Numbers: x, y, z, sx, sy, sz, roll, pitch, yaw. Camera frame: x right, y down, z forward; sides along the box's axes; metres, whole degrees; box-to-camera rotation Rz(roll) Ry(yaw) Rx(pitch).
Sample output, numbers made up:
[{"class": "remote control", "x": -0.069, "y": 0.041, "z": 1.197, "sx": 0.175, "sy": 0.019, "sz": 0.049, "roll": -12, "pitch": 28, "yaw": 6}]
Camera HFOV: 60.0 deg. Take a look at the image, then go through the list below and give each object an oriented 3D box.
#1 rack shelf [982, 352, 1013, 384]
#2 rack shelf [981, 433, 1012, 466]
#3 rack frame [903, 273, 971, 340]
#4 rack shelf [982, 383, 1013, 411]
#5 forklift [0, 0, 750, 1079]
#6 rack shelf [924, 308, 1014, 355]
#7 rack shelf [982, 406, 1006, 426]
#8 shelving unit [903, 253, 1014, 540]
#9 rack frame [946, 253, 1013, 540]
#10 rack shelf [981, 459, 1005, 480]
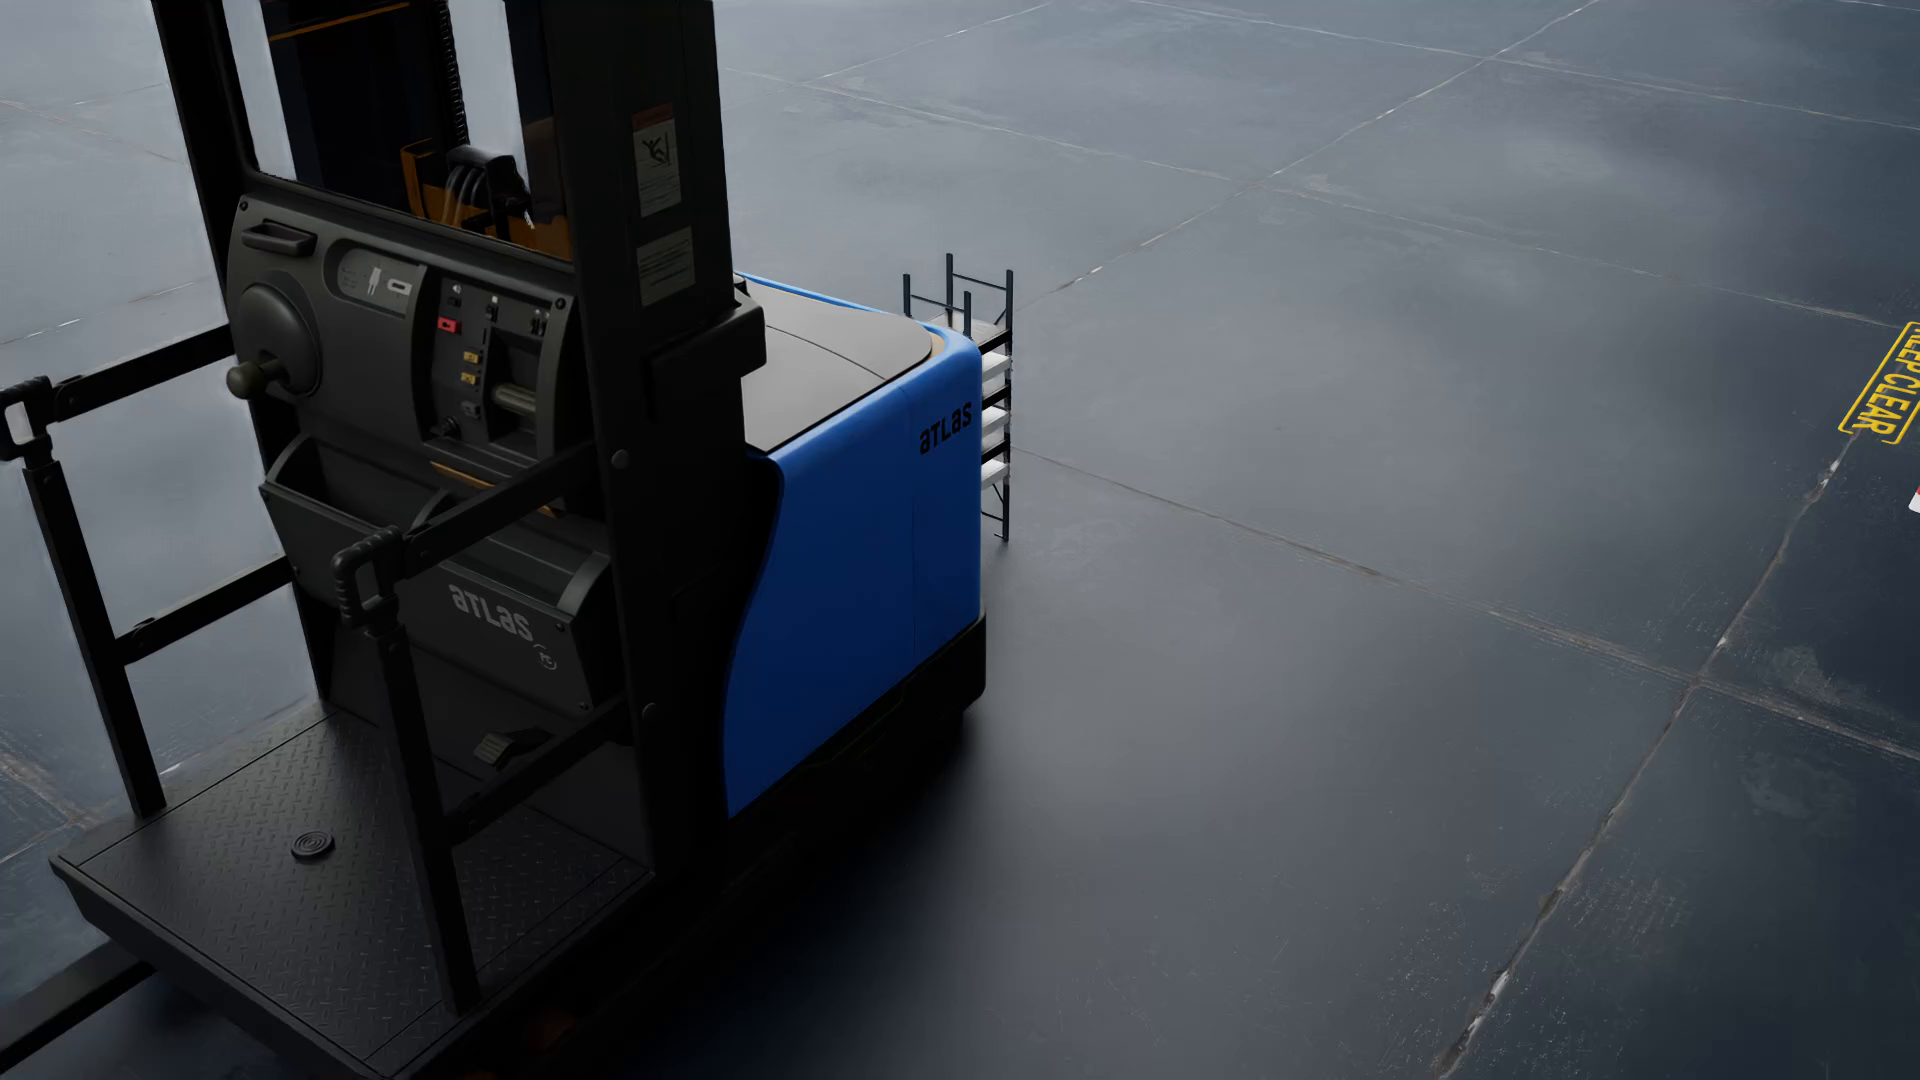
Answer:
[{"class": "rack shelf", "x": -0.005, "y": -0.510, "z": 4.940, "sx": 0.258, "sy": 0.077, "sz": 0.200, "roll": 21, "pitch": 37, "yaw": 31}, {"class": "rack shelf", "x": -0.005, "y": -0.278, "z": 5.078, "sx": 0.258, "sy": 0.077, "sz": 0.200, "roll": 21, "pitch": 37, "yaw": 31}, {"class": "rack frame", "x": -0.066, "y": -0.343, "z": 4.945, "sx": 0.240, "sy": 0.900, "sz": 0.006, "roll": 21, "pitch": 37, "yaw": 31}, {"class": "rack shelf", "x": -0.005, "y": -0.433, "z": 4.986, "sx": 0.258, "sy": 0.077, "sz": 0.200, "roll": 21, "pitch": 37, "yaw": 31}, {"class": "forklift", "x": -1.188, "y": -0.344, "z": 2.955, "sx": 1.110, "sy": 2.935, "sz": 3.031, "roll": 19, "pitch": 36, "yaw": 29}, {"class": "rack shelf", "x": -0.005, "y": -0.587, "z": 4.894, "sx": 0.258, "sy": 0.077, "sz": 0.200, "roll": 21, "pitch": 37, "yaw": 31}, {"class": "rack shelf", "x": -0.005, "y": -0.373, "z": 5.022, "sx": 0.221, "sy": 0.026, "sz": 0.190, "roll": 21, "pitch": 37, "yaw": 31}, {"class": "shelving unit", "x": -0.005, "y": -0.384, "z": 5.015, "sx": 0.258, "sy": 0.900, "sz": 0.210, "roll": 21, "pitch": 37, "yaw": 31}, {"class": "rack frame", "x": 0.056, "y": -0.425, "z": 5.085, "sx": 0.240, "sy": 0.900, "sz": 0.006, "roll": 21, "pitch": 37, "yaw": 31}, {"class": "rack shelf", "x": -0.005, "y": -0.218, "z": 5.113, "sx": 0.221, "sy": 0.026, "sz": 0.190, "roll": 21, "pitch": 37, "yaw": 31}]
